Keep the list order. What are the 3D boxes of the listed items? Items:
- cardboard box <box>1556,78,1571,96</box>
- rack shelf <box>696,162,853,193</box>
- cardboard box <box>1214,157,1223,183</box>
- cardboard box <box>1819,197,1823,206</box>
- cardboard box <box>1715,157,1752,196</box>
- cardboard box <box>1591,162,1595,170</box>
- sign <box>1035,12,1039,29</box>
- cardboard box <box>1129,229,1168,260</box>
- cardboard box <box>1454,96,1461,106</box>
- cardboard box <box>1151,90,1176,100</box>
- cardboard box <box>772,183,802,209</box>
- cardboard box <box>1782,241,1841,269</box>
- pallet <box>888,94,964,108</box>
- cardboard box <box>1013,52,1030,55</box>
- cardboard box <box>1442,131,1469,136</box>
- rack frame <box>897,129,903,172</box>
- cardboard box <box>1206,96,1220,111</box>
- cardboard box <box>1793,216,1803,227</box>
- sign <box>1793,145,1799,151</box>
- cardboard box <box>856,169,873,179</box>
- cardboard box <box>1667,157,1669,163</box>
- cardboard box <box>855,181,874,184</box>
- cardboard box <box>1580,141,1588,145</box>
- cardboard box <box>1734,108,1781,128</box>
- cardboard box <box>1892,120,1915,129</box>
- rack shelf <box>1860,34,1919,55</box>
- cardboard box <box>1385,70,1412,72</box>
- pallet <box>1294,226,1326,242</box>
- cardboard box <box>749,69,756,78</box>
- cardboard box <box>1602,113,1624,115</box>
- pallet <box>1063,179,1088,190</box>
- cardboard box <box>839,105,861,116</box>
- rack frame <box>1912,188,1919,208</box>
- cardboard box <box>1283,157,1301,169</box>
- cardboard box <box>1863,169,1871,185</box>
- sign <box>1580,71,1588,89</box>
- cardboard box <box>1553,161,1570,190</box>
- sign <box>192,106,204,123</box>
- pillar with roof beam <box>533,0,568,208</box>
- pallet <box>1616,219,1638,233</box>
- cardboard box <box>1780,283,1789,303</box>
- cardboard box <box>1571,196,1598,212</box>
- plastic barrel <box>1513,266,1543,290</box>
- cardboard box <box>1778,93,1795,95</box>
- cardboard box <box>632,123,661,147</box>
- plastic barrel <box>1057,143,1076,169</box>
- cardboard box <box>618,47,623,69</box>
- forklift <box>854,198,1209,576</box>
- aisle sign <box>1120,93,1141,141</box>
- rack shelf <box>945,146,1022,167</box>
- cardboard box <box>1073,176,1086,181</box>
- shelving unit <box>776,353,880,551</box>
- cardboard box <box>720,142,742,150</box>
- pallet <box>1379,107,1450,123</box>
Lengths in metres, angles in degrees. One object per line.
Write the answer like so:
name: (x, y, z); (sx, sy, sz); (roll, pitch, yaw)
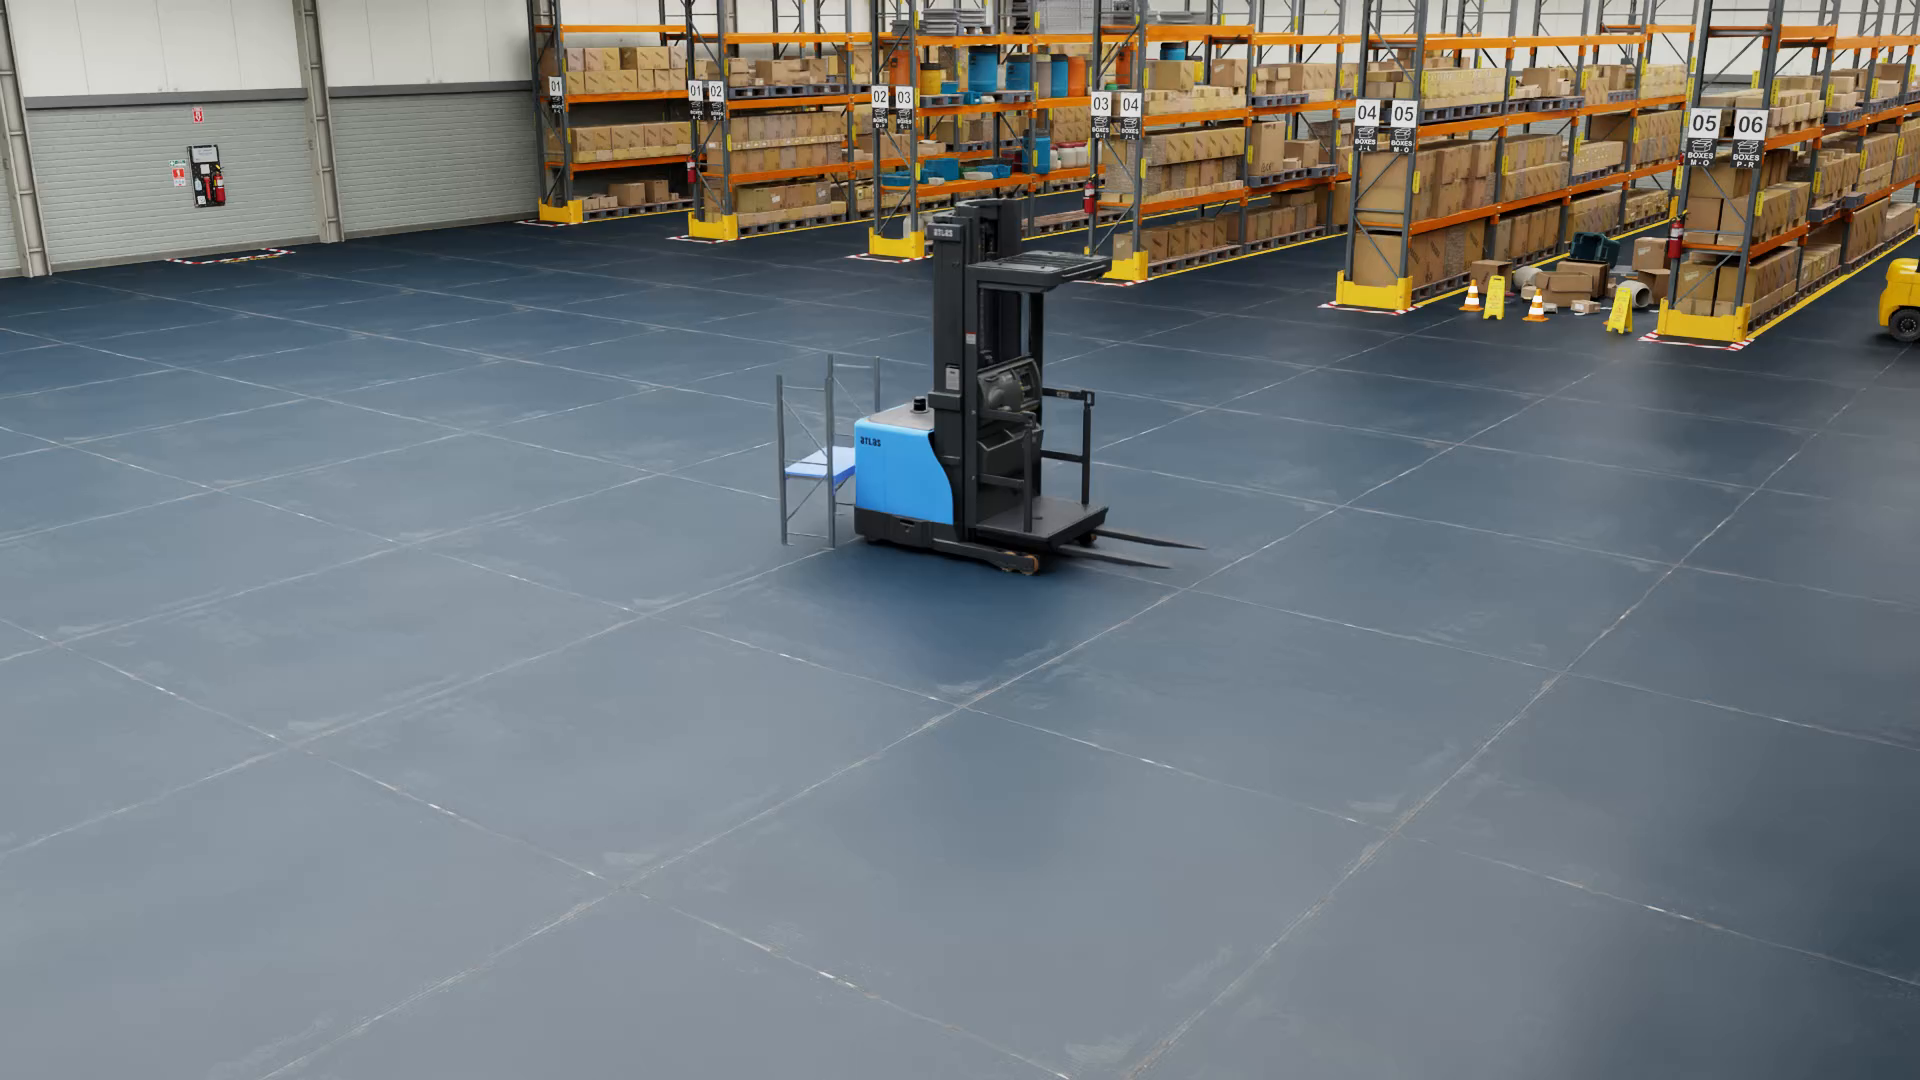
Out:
cardboard box: (11.041, -8.458, 30.989); (0.500, 0.311, 0.500); (12, 21, 35)
rack shelf: (-4.029, -8.001, 36.515); (1.077, 0.370, 4.000); (12, 21, 35)
cardboard box: (4.472, -7.050, 31.570); (0.875, 0.500, 0.500); (12, 21, 35)
cardboard box: (13.814, -5.532, 27.069); (0.380, 0.149, 0.250); (13, 21, 36)
cardboard box: (11.128, -5.312, 24.288); (0.700, 0.500, 0.500); (13, 21, 35)
cardboard box: (12.639, -7.589, 33.692); (0.380, 0.149, 0.250); (13, 21, 35)
sign: (1.573, -10.610, 33.941); (0.100, 0.325, 0.005); (12, 21, 35)
cardboard box: (3.447, -5.418, 30.490); (0.500, 0.500, 0.500); (-13, 22, -36)
cardboard box: (7.869, -7.102, 26.898); (0.380, 0.149, 0.250); (12, 21, 34)
cardboard box: (3.585, -7.871, 29.408); (0.380, 0.149, 0.250); (13, 22, 37)
cardboard box: (-3.827, -7.559, 36.542); (0.500, 0.500, 0.500); (12, 21, 35)
cardboard box: (15.113, -5.084, 29.631); (0.950, 0.372, 0.625); (11, 20, 31)
pallet: (-0.674, -8.514, 32.215); (1.003, 0.211, 1.213); (12, 21, 35)
cardboard box: (1.570, -12.348, 43.197); (0.600, 0.600, 0.600); (10, 20, 30)
cardboard box: (12.187, -10.193, 40.850); (0.500, 0.500, 0.500); (13, 21, 35)
rack frame: (-2.052, -11.601, 46.894); (1.000, 3.000, 0.127); (12, 21, 35)
cardboard box: (4.435, -8.031, 30.593); (0.500, 0.250, 0.500); (12, 21, 34)
cardboard box: (12.985, -5.007, 26.085); (0.380, 0.149, 0.250); (13, 21, 36)
sign: (15.010, -6.921, 29.873); (0.100, 0.325, 0.005); (12, 21, 35)
cardboard box: (-2.862, -10.384, 45.895); (0.750, 0.750, 0.750); (13, 22, 36)
cardboard box: (15.906, -8.664, 37.862); (0.380, 0.149, 0.250); (12, 21, 34)
cardboard box: (-2.222, -8.366, 39.462); (0.500, 0.311, 0.500); (12, 21, 35)
cardboard box: (13.040, -8.359, 35.167); (0.380, 0.149, 0.250); (13, 22, 36)
cardboard box: (11.205, -5.941, 23.363); (0.500, 0.250, 0.500); (12, 21, 34)
cardboard box: (19.160, -8.447, 33.792); (0.380, 0.149, 0.250); (12, 21, 35)
rack shelf: (19.033, -10.030, 33.609); (1.077, 0.370, 4.000); (12, 21, 35)
cardboard box: (7.040, -7.480, 26.770); (0.380, 0.149, 0.250); (13, 21, 36)
pallet: (7.032, -6.504, 35.185); (1.003, 0.211, 1.213); (12, 21, 35)
cardboard box: (-4.415, -9.979, 35.819); (0.500, 0.311, 0.500); (16, 23, 41)
cardboard box: (14.172, -9.025, 36.245); (0.500, 0.500, 0.500); (12, 21, 33)
pallet: (3.065, -9.849, 45.958); (1.003, 0.211, 1.213); (12, 21, 35)
cardboard box: (-3.044, -11.639, 45.048); (0.500, 0.250, 0.500); (12, 21, 34)
rack frame: (20.225, -8.176, 35.867); (1.000, 3.000, 0.127); (12, 21, 35)
cardboard box: (6.722, -7.713, 33.895); (0.396, 0.266, 0.258); (12, 21, 33)
cardboard box: (16.267, -6.638, 30.323); (0.500, 0.250, 0.500); (13, 21, 36)
sign: (11.863, -8.739, 31.615); (0.100, 0.325, 0.005); (12, 21, 35)
cardboard box: (11.370, -7.014, 31.957); (0.500, 0.500, 0.500); (12, 21, 35)
sign: (-14.642, -8.174, 31.951); (0.001, 0.298, 0.199); (12, 21, 35)
pillar with roof beam: (-6.022, -11.166, 35.380); (9.100, 9.000, 0.400); (12, 21, 35)
pallet: (14.177, -6.909, 36.487); (1.003, 0.211, 1.213); (12, 21, 35)
cardboard box: (12.629, -3.889, 25.988); (0.500, 0.250, 0.500); (12, 21, 33)
cardboard box: (12.635, -6.844, 33.820); (0.500, 0.250, 0.500); (13, 21, 35)
plastic barrel: (9.595, -4.397, 28.042); (0.421, 0.421, 0.512); (-4, 18, -13)
cardboard box: (11.999, -6.464, 24.375); (0.380, 0.149, 0.250); (13, 21, 36)
cardboard box: (-7.453, -9.586, 39.362); (0.500, 0.500, 0.500); (12, 21, 33)
plastic barrel: (2.321, -8.373, 36.272); (0.433, 0.535, 0.433); (0, 17, 0)
cardboard box: (-8.221, -11.222, 38.731); (0.500, 0.500, 0.500); (12, 21, 35)
forklift: (0.594, -1.287, 13.799); (3.031, 2.935, 1.130); (11, 20, 31)
aisle sign: (2.936, -7.290, 28.631); (0.394, 0.787, 0.004); (12, 21, 35)
rack shelf: (0.737, -9.906, 42.651); (1.077, 0.370, 4.000); (12, 21, 35)
cardboard box: (3.044, -10.192, 45.827); (0.797, 0.503, 0.637); (12, 21, 35)
shelving unit: (-1.136, -0.797, 14.633); (0.538, 1.500, 1.048); (6, 18, 20)
cardboard box: (-4.814, -8.281, 34.942); (0.380, 0.149, 0.250); (12, 21, 34)
pallet: (7.089, -6.785, 26.478); (1.003, 0.211, 1.213); (12, 21, 35)
